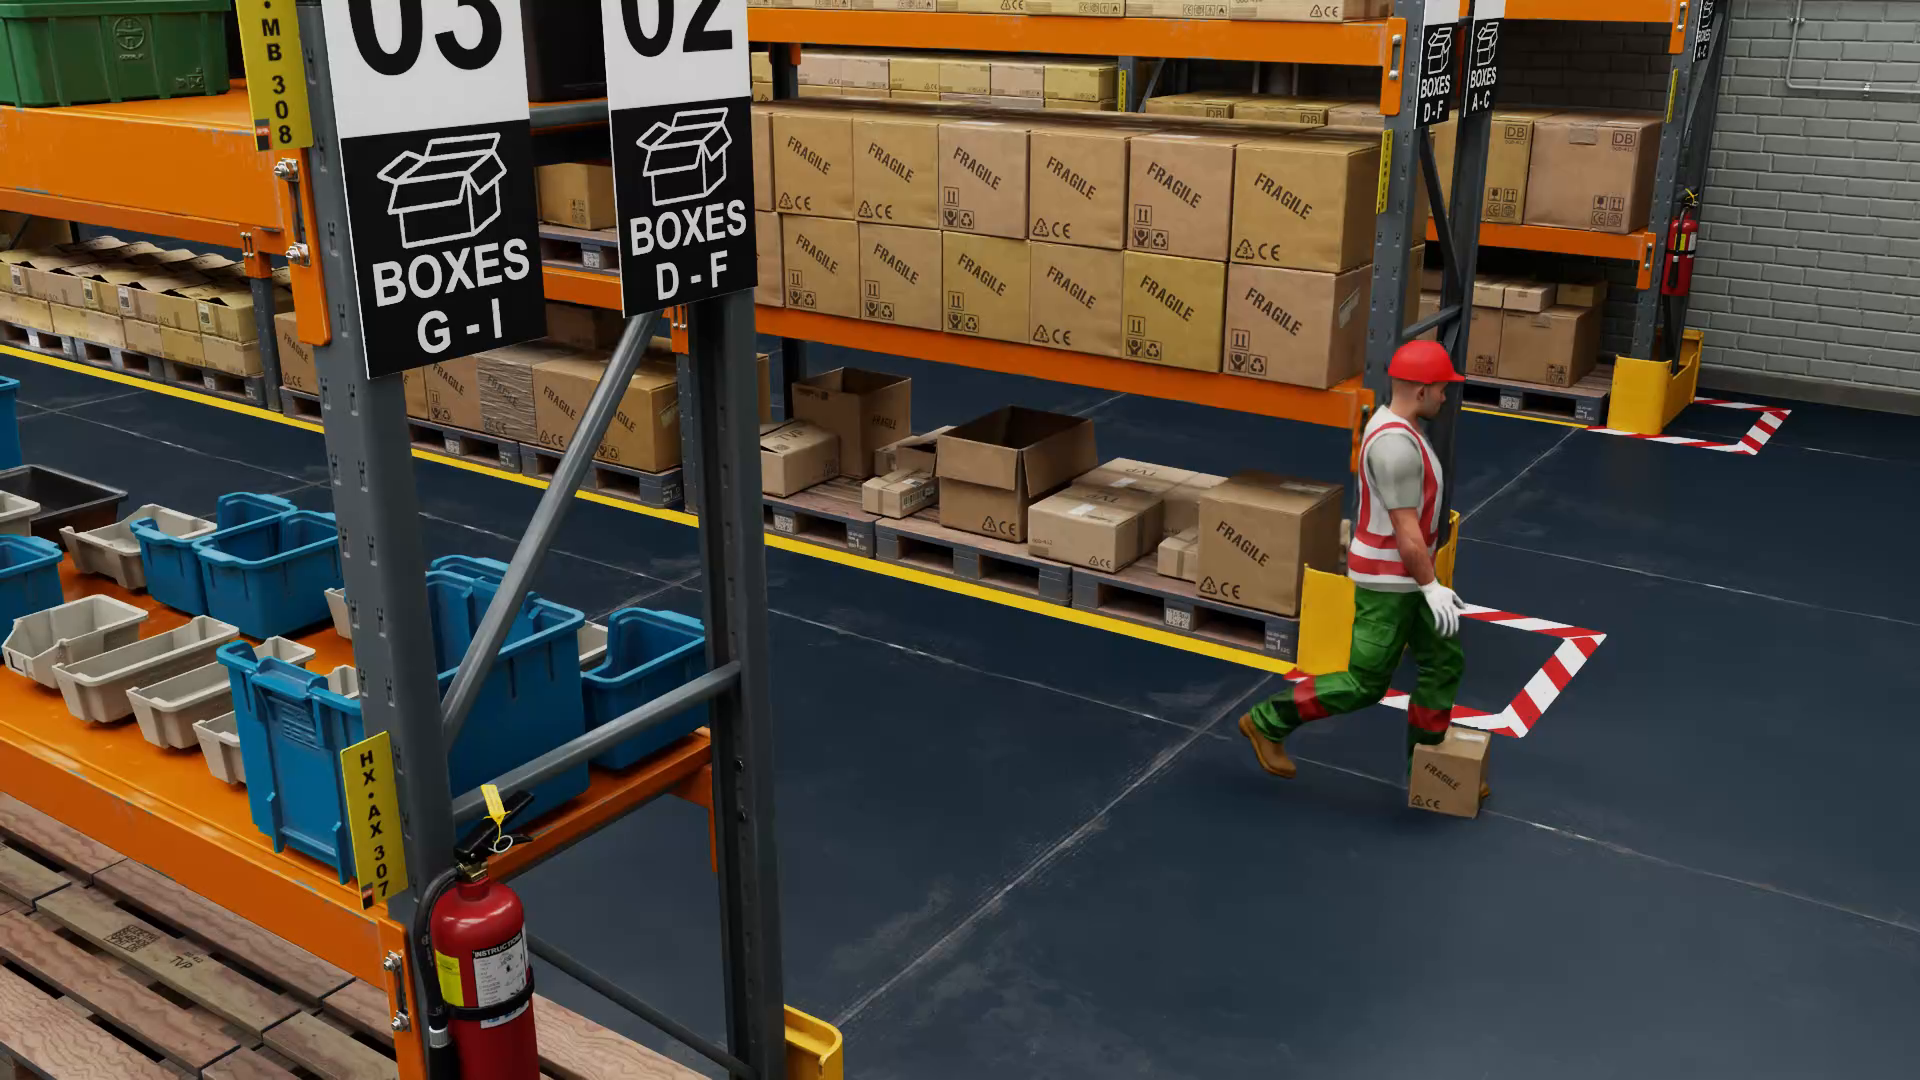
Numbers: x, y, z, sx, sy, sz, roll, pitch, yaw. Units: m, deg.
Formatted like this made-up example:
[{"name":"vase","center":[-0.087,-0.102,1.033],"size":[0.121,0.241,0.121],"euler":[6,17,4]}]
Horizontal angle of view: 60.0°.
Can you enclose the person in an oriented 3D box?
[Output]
[{"name":"person","center":[1.565,0.121,6.175],"size":[0.949,1.739,0.542],"euler":[7,21,20]}]
